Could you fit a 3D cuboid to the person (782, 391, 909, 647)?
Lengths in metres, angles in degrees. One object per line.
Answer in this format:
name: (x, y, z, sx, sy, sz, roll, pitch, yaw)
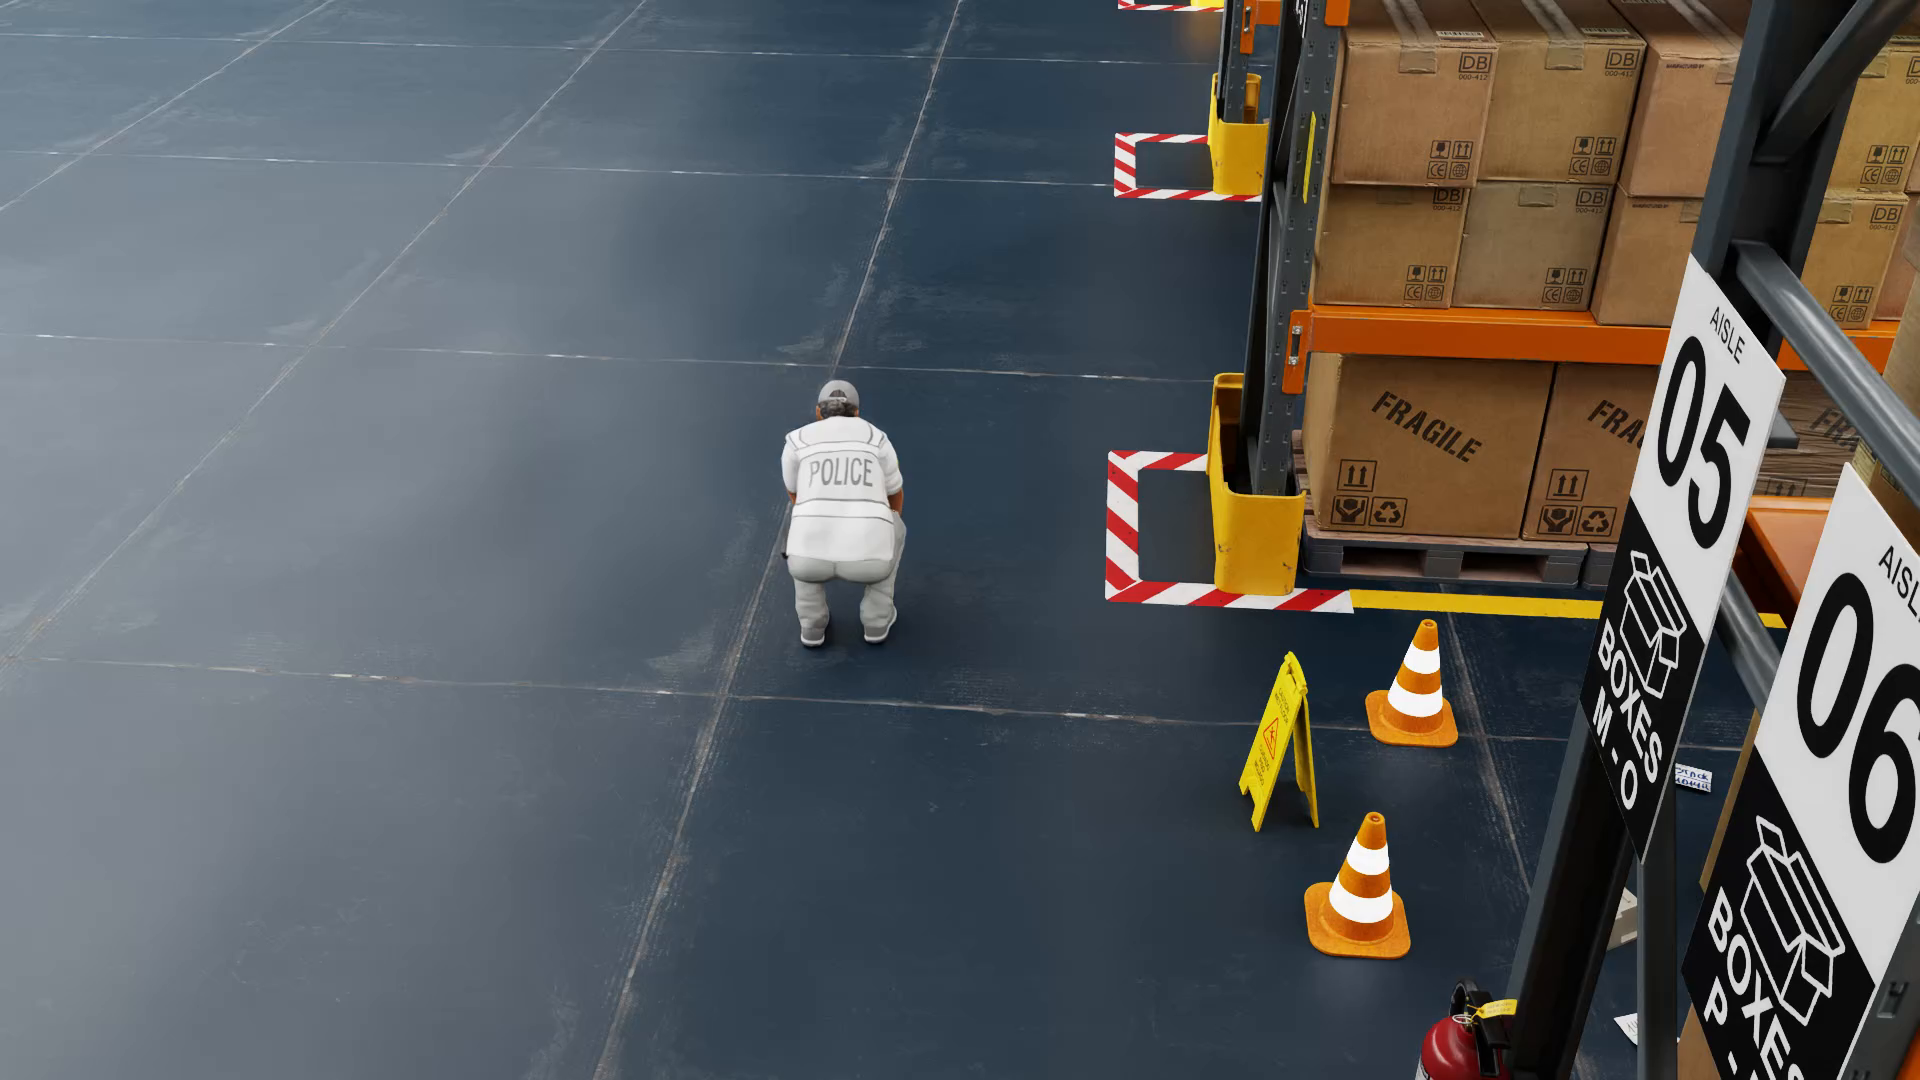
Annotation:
person: (-0.485, -0.062, 6.929, 0.516, 0.935, 0.856, 2, 32, 4)
